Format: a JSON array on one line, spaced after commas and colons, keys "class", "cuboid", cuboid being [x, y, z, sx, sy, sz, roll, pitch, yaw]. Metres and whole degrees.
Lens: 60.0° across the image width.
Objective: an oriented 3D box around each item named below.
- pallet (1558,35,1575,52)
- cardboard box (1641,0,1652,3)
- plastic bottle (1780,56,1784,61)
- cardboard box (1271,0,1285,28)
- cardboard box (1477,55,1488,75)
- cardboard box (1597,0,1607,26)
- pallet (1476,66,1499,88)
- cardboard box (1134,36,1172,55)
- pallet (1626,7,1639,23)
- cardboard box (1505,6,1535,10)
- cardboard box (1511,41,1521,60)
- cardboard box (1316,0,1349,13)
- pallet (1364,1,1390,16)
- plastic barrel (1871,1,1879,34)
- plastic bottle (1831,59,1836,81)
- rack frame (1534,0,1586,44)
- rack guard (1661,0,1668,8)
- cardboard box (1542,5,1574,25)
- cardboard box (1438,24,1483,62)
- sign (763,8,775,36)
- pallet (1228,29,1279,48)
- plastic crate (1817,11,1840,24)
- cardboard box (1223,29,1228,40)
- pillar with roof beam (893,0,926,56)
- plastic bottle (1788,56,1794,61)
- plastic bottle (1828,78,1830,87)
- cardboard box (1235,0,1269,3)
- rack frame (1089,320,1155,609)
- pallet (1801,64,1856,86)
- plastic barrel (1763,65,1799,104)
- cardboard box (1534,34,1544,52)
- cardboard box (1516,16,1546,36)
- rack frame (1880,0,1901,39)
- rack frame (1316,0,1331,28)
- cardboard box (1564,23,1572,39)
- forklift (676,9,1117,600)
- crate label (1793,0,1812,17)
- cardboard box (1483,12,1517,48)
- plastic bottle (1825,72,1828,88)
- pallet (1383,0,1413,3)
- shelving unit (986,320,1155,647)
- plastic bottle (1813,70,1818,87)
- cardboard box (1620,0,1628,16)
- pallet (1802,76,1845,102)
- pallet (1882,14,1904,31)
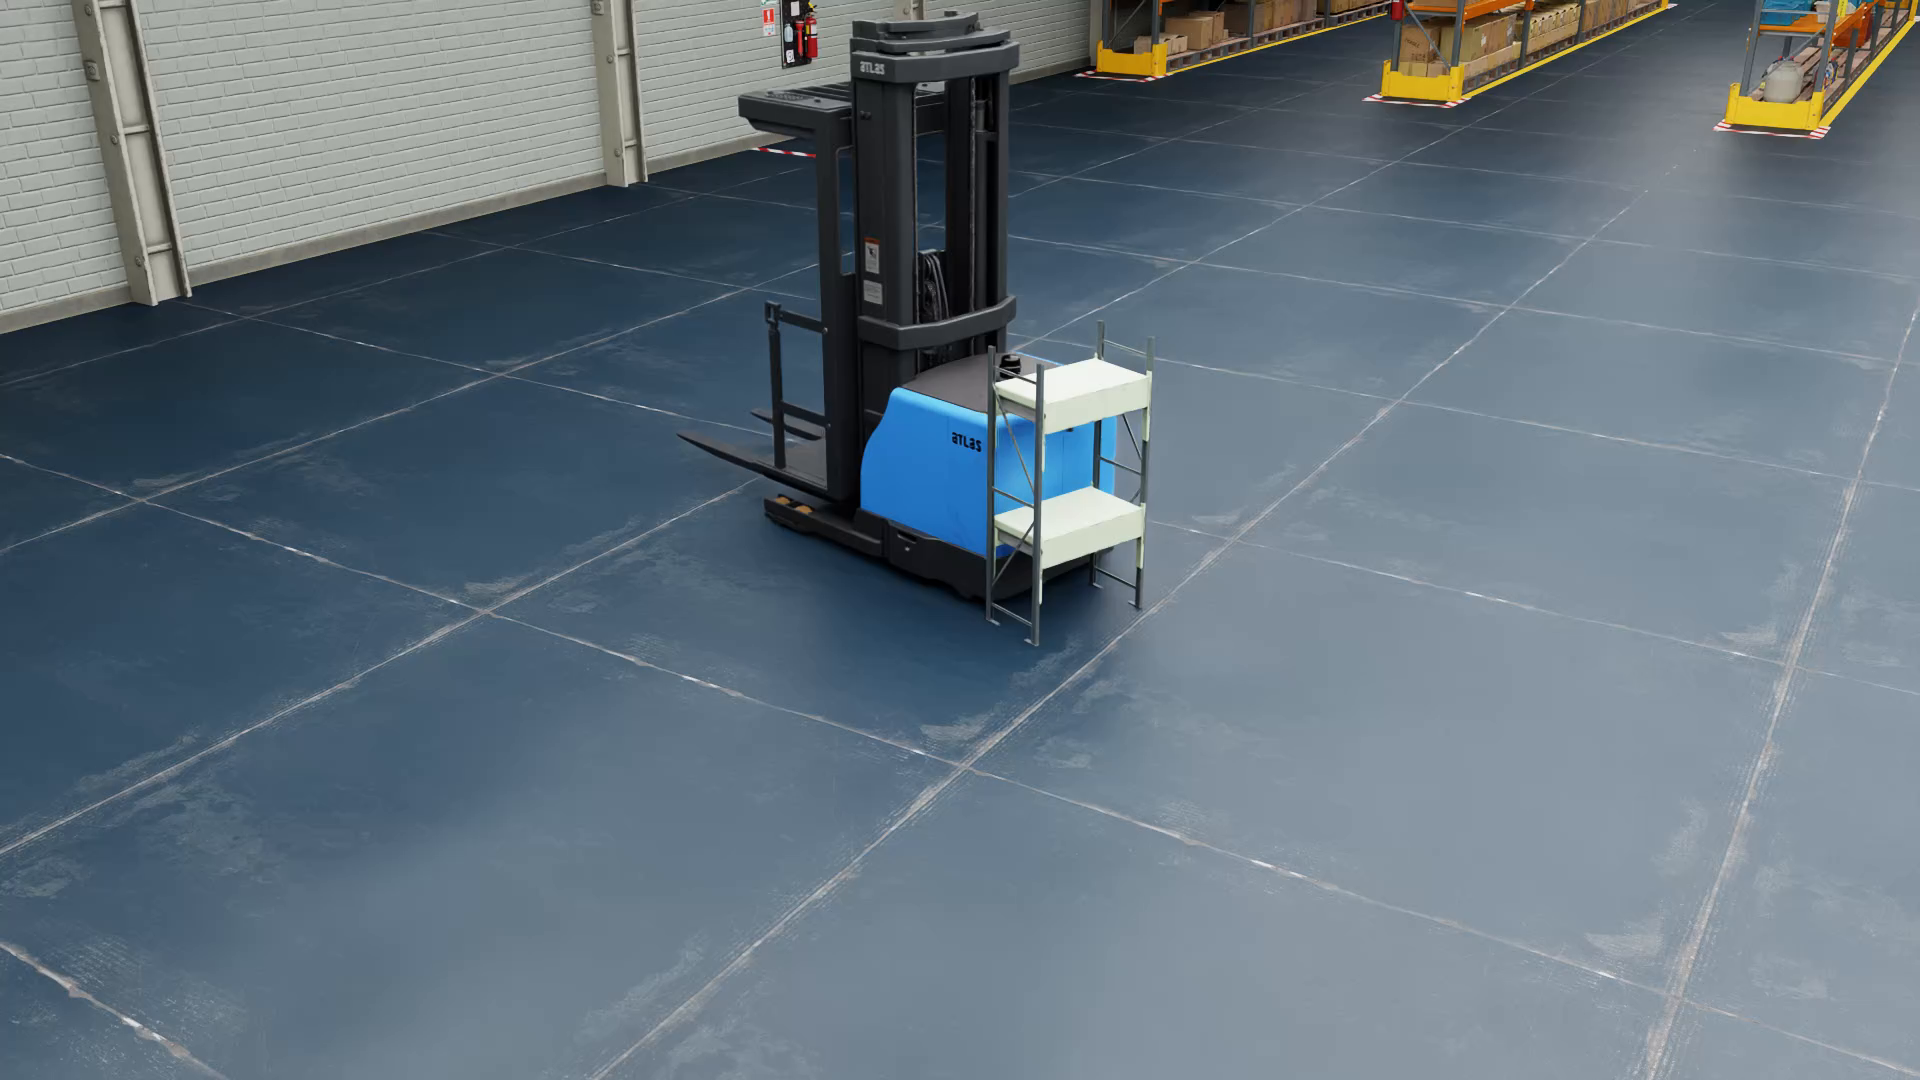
[{"class": "pallet", "cuboid": [10.779, -9.282, 30.925, 1.003, 0.211, 1.213, 14, 27, 29]}, {"class": "cardboard box", "cuboid": [14.862, -11.922, 36.421, 0.500, 0.250, 0.500, 14, 27, 29]}, {"class": "plastic bottle", "cuboid": [12.565, -7.243, 25.485, 0.144, 0.351, 0.185, 15, 27, 30]}, {"class": "cardboard box", "cuboid": [5.834, -10.173, 32.067, 0.700, 0.500, 0.500, 14, 27, 30]}, {"class": "cardboard box", "cuboid": [8.023, -7.535, 26.311, 0.500, 0.250, 0.500, 14, 27, 29]}, {"class": "cardboard box", "cuboid": [12.270, -10.326, 32.419, 0.500, 0.500, 0.500, 13, 27, 28]}, {"class": "pallet", "cuboid": [8.039, -7.529, 26.875, 1.003, 0.211, 1.213, 14, 27, 29]}, {"class": "cardboard box", "cuboid": [3.258, -8.351, 28.095, 0.500, 0.311, 0.500, 11, 26, 23]}, {"class": "pallet", "cuboid": [13.720, -11.133, 35.202, 1.003, 0.211, 1.213, 14, 27, 29]}, {"class": "cardboard box", "cuboid": [10.180, -9.554, 30.269, 0.500, 0.311, 0.500, 13, 27, 28]}, {"class": "cardboard box", "cuboid": [9.078, -8.210, 27.871, 0.500, 0.250, 0.500, 14, 27, 29]}, {"class": "cardboard box", "cuboid": [7.536, -11.295, 34.243, 0.750, 0.750, 0.750, 13, 27, 28]}, {"class": "pallet", "cuboid": [8.803, -11.662, 36.424, 1.003, 0.211, 1.213, 14, 27, 29]}, {"class": "plastic barrel", "cuboid": [16.888, -9.953, 31.077, 0.600, 0.901, 0.708, 14, 27, 29]}, {"class": "plastic bottle", "cuboid": [13.147, -7.086, 25.122, 0.144, 0.351, 0.185, 12, 26, 26]}, {"class": "rack frame", "cuboid": [11.247, -10.831, 30.994, 1.000, 3.000, 0.127, 14, 27, 29]}, {"class": "rack guard", "cuboid": [15.426, -12.359, 37.669, 1.175, 0.500, 0.348, 14, 27, 29]}, {"class": "cardboard box", "cuboid": [10.911, -9.614, 30.410, 0.500, 0.311, 0.500, 13, 27, 28]}, {"class": "cardboard box", "cuboid": [7.761, -7.710, 25.772, 0.500, 0.500, 0.500, 14, 27, 29]}, {"class": "sign", "cuboid": [-2.430, -6.586, 21.142, 0.001, 0.329, 0.234, 14, 27, 29]}, {"class": "pallet", "cuboid": [5.336, -9.501, 31.432, 1.003, 0.211, 1.213, 14, 27, 29]}, {"class": "plastic crate", "cuboid": [11.978, -7.205, 22.951, 0.298, 0.136, 0.250, 14, 27, 29]}, {"class": "cardboard box", "cuboid": [4.669, -9.233, 30.314, 0.380, 0.166, 0.250, 10, 25, 22]}, {"class": "pillar with roof beam", "cuboid": [2.943, -9.411, 20.163, 9.100, 9.000, 0.400, 14, 27, 29]}, {"class": "plastic bottle", "cuboid": [12.687, -7.212, 25.415, 0.144, 0.351, 0.185, 14, 27, 29]}, {"class": "plastic bottle", "cuboid": [12.848, -6.808, 24.670, 0.097, 0.201, 0.097, 0, 23, 0]}, {"class": "cardboard box", "cuboid": [5.530, -10.318, 31.458, 0.500, 0.250, 0.500, 13, 27, 28]}, {"class": "rack frame", "cuboid": [0.844, -0.386, 8.754, 0.023, 1.500, 0.400, -17, 29, -35]}, {"class": "pallet", "cuboid": [13.724, -7.435, 26.660, 1.003, 0.211, 1.213, 14, 27, 29]}, {"class": "plastic barrel", "cuboid": [11.515, -6.381, 23.317, 0.421, 0.512, 0.421, 0, 23, 0]}, {"class": "cardboard box", "cuboid": [9.831, -8.669, 28.931, 0.500, 0.250, 0.500, 15, 27, 30]}, {"class": "cardboard box", "cuboid": [9.835, -8.925, 28.816, 0.500, 0.311, 0.500, 14, 27, 28]}, {"class": "rack frame", "cuboid": [17.563, -11.142, 31.712, 1.000, 3.000, 0.127, 14, 27, 29]}, {"class": "rack frame", "cuboid": [7.036, -11.868, 33.389, 1.000, 3.000, 0.127, 14, 27, 29]}, {"class": "cardboard box", "cuboid": [10.907, -9.359, 30.525, 0.500, 0.250, 0.500, 14, 27, 28]}, {"class": "forklift", "cuboid": [-0.527, -1.511, 9.552, 3.031, 2.935, 1.130, 21, 31, 40]}, {"class": "crate label", "cuboid": [11.974, -7.786, 23.915, 0.502, 0.435, 0.616, 14, 27, 29]}, {"class": "cardboard box", "cuboid": [8.804, -8.388, 27.338, 0.500, 0.500, 0.500, 14, 27, 29]}, {"class": "plastic bottle", "cuboid": [12.635, -6.704, 24.341, 0.097, 0.271, 0.097, 0, 23, 0]}, {"class": "pallet", "cuboid": [9.614, -12.179, 37.617, 1.003, 0.211, 1.213, 14, 27, 29]}, {"class": "shelving unit", "cuboid": [0.557, -0.296, 8.546, 0.755, 1.500, 0.431, -17, 29, -35]}, {"class": "plastic bottle", "cuboid": [12.797, -6.914, 24.810, 0.061, 0.283, 0.133, 14, 27, 29]}, {"class": "cardboard box", "cuboid": [13.340, -11.009, 33.998, 0.500, 0.500, 0.500, 14, 27, 29]}, {"class": "pallet", "cuboid": [12.953, -6.944, 25.525, 1.003, 0.211, 1.213, 14, 27, 29]}, {"class": "pallet", "cuboid": [18.560, -10.532, 33.813, 1.003, 0.211, 1.213, 14, 27, 29]}]
